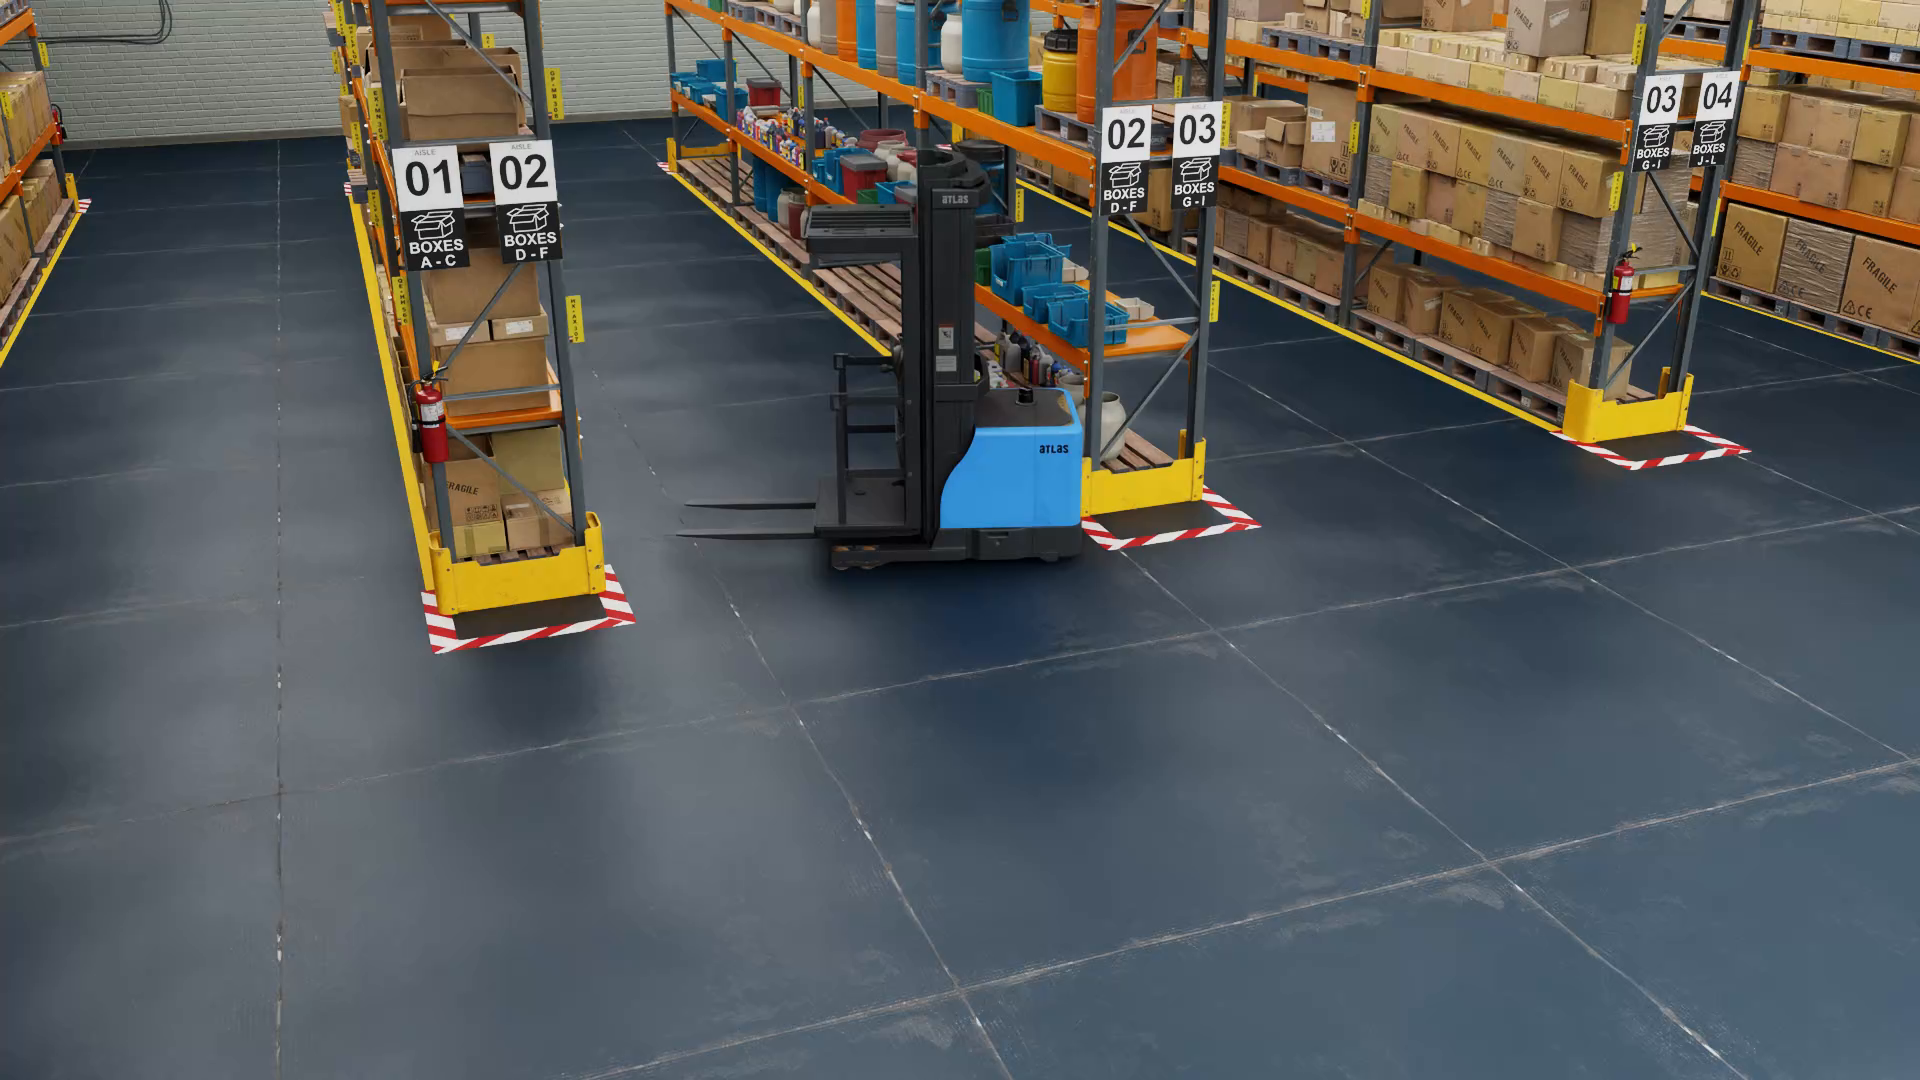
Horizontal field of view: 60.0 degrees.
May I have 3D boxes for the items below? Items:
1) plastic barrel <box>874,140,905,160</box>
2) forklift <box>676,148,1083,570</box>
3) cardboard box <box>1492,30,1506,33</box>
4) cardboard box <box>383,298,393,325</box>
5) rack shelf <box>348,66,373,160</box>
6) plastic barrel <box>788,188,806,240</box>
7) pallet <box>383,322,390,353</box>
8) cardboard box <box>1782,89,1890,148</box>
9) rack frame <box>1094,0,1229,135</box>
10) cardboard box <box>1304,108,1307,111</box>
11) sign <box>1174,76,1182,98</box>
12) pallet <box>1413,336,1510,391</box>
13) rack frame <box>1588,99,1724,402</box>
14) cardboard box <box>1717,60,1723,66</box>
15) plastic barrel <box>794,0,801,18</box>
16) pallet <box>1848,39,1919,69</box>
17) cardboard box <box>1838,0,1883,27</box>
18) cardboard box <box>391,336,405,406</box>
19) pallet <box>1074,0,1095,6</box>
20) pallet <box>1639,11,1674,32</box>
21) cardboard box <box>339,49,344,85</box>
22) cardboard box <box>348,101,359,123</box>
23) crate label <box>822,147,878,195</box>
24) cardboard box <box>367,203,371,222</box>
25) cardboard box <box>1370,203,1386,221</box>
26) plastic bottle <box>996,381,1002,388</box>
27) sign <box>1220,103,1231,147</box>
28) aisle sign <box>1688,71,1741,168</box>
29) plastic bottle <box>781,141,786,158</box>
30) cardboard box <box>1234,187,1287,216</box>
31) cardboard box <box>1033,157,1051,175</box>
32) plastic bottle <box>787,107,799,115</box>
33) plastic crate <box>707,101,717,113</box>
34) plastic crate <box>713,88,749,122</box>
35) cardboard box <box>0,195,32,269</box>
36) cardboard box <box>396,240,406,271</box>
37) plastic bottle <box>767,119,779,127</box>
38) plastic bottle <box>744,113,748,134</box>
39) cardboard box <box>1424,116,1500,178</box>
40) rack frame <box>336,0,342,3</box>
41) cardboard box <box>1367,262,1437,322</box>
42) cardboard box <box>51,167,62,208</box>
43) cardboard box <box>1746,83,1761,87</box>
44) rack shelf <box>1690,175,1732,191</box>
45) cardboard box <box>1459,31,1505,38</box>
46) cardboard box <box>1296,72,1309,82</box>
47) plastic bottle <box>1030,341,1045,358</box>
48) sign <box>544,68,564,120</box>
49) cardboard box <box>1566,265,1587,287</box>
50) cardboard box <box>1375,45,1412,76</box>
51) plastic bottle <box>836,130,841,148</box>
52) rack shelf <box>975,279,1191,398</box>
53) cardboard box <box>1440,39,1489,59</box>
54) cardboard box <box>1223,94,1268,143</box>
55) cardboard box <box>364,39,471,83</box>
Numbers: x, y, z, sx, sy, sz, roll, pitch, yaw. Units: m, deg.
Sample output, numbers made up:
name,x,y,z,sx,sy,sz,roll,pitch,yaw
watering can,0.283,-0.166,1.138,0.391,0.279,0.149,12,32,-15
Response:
name,x,y,z,sx,sy,sz,roll,pitch,yaw
plastic barrel,-0.784,-4.293,19.053,0.421,0.512,0.421,0,23,0
forklift,-0.622,-1.340,12.278,3.031,2.935,1.130,-1,23,-2
cardboard box,10.000,-8.997,30.229,0.500,0.500,0.500,-8,24,-19
cardboard box,-5.518,-2.300,16.746,0.500,0.311,0.500,-9,24,-20
rack shelf,-5.276,-4.232,16.116,1.077,0.370,4.000,-8,24,-19
plastic barrel,-1.935,-4.254,21.668,0.600,0.588,0.708,-8,24,-19
pallet,-5.728,-2.318,18.102,1.003,0.211,1.213,-8,24,-19
cardboard box,9.777,-4.700,18.579,0.875,0.550,0.550,-8,24,-19
rack frame,1.479,-4.444,11.830,1.000,3.000,0.127,-8,24,-19
cardboard box,5.985,-7.444,29.037,0.380,0.149,0.250,-7,24,-17
sign,2.769,-5.722,21.096,0.100,0.325,0.005,-8,24,-19
pallet,5.405,-1.844,16.977,1.003,0.211,1.213,-8,24,-19
rack frame,6.113,-2.359,14.608,1.000,3.000,0.127,-8,24,-19
cardboard box,11.941,-7.469,25.317,0.500,0.500,0.500,-8,24,-18
plastic barrel,-1.863,-6.467,20.131,0.301,0.262,0.301,0,23,0
pallet,10.082,-5.056,17.259,1.003,0.211,1.213,-8,24,-19
cardboard box,9.645,-5.563,17.489,0.500,0.250,0.500,-9,24,-20
cardboard box,-4.698,-1.515,14.639,0.500,0.500,0.500,-8,24,-19
pallet,2.244,-7.687,23.633,0.805,0.209,1.217,-9,25,-21
pallet,8.637,-6.572,20.985,1.003,0.211,1.213,-7,24,-17
cardboard box,-8.354,-6.568,23.179,0.500,0.500,0.500,-9,24,-19
cardboard box,-7.135,-5.157,20.577,0.700,0.500,0.500,-5,23,-11
crate label,-1.249,-4.204,18.940,0.502,0.435,0.616,-8,24,-19
cardboard box,-6.921,-4.003,20.195,0.500,0.250,0.500,-9,24,-20
cardboard box,4.570,-3.484,17.602,0.380,0.149,0.250,-8,24,-19
plastic bottle,0.362,-1.277,14.973,0.061,0.283,0.133,-8,24,-18
sign,1.995,-3.139,12.586,0.100,0.325,0.005,-8,24,-19
aisle sign,6.415,-3.575,14.147,0.394,0.787,0.004,-8,24,-19
plastic bottle,-2.201,-4.923,20.948,0.097,0.201,0.097,0,23,0
cardboard box,3.748,-4.231,20.737,0.500,0.250,0.500,-6,23,-13
cardboard box,1.715,-6.184,25.879,0.875,0.875,0.875,-8,24,-19
plastic bottle,-2.318,-5.883,23.130,0.152,0.276,0.135,-8,24,-19
plastic crate,-3.407,-6.310,24.259,0.437,0.125,0.590,-8,24,-19
plastic crate,-3.244,-6.182,23.623,0.392,0.384,0.575,-8,24,-19
cardboard box,-11.677,-3.665,19.933,0.750,0.750,0.750,-8,24,-18
cardboard box,-5.052,-2.687,15.559,0.396,0.266,0.258,-9,24,-20
plastic bottle,-2.484,-5.446,22.093,0.152,0.276,0.135,-8,24,-19
plastic bottle,-2.890,-5.665,22.618,0.097,0.271,0.097,0,23,0
cardboard box,4.975,-3.894,16.452,0.500,0.500,0.500,-8,24,-19
rack frame,-7.395,-8.125,20.566,1.000,3.000,0.127,-8,24,-19
cardboard box,4.804,-2.703,18.102,0.500,0.500,0.500,-9,25,-21
cardboard box,-13.101,-4.934,23.396,0.700,0.500,0.500,-8,24,-19
cardboard box,9.195,-5.142,19.796,0.700,0.500,0.500,-9,24,-20
rack shelf,8.669,-4.851,21.447,1.077,0.370,4.000,-8,24,-19
cardboard box,5.263,-5.042,16.791,0.380,0.149,0.250,-10,25,-22
cardboard box,5.806,-7.694,27.590,0.380,0.149,0.250,-9,25,-21
plastic bottle,0.745,-1.733,15.967,0.144,0.351,0.185,-8,24,-19
sign,-2.635,-2.896,10.794,0.100,0.325,0.005,-8,24,-19
cardboard box,5.731,-2.409,15.051,0.380,0.149,0.250,-8,24,-19
cardboard box,4.619,-4.927,17.031,0.500,0.250,0.500,-9,25,-21
plastic bottle,-1.539,-5.110,21.301,0.097,0.271,0.097,0,23,0
rack shelf,0.773,-2.074,14.859,1.077,0.370,4.000,-8,24,-19
cardboard box,4.899,-4.768,16.141,0.380,0.149,0.250,-9,24,-20
cardboard box,3.515,-5.314,20.951,0.500,0.500,0.500,-12,25,-25
cardboard box,-4.105,-3.526,12.662,0.797,0.503,0.637,-6,24,-13
